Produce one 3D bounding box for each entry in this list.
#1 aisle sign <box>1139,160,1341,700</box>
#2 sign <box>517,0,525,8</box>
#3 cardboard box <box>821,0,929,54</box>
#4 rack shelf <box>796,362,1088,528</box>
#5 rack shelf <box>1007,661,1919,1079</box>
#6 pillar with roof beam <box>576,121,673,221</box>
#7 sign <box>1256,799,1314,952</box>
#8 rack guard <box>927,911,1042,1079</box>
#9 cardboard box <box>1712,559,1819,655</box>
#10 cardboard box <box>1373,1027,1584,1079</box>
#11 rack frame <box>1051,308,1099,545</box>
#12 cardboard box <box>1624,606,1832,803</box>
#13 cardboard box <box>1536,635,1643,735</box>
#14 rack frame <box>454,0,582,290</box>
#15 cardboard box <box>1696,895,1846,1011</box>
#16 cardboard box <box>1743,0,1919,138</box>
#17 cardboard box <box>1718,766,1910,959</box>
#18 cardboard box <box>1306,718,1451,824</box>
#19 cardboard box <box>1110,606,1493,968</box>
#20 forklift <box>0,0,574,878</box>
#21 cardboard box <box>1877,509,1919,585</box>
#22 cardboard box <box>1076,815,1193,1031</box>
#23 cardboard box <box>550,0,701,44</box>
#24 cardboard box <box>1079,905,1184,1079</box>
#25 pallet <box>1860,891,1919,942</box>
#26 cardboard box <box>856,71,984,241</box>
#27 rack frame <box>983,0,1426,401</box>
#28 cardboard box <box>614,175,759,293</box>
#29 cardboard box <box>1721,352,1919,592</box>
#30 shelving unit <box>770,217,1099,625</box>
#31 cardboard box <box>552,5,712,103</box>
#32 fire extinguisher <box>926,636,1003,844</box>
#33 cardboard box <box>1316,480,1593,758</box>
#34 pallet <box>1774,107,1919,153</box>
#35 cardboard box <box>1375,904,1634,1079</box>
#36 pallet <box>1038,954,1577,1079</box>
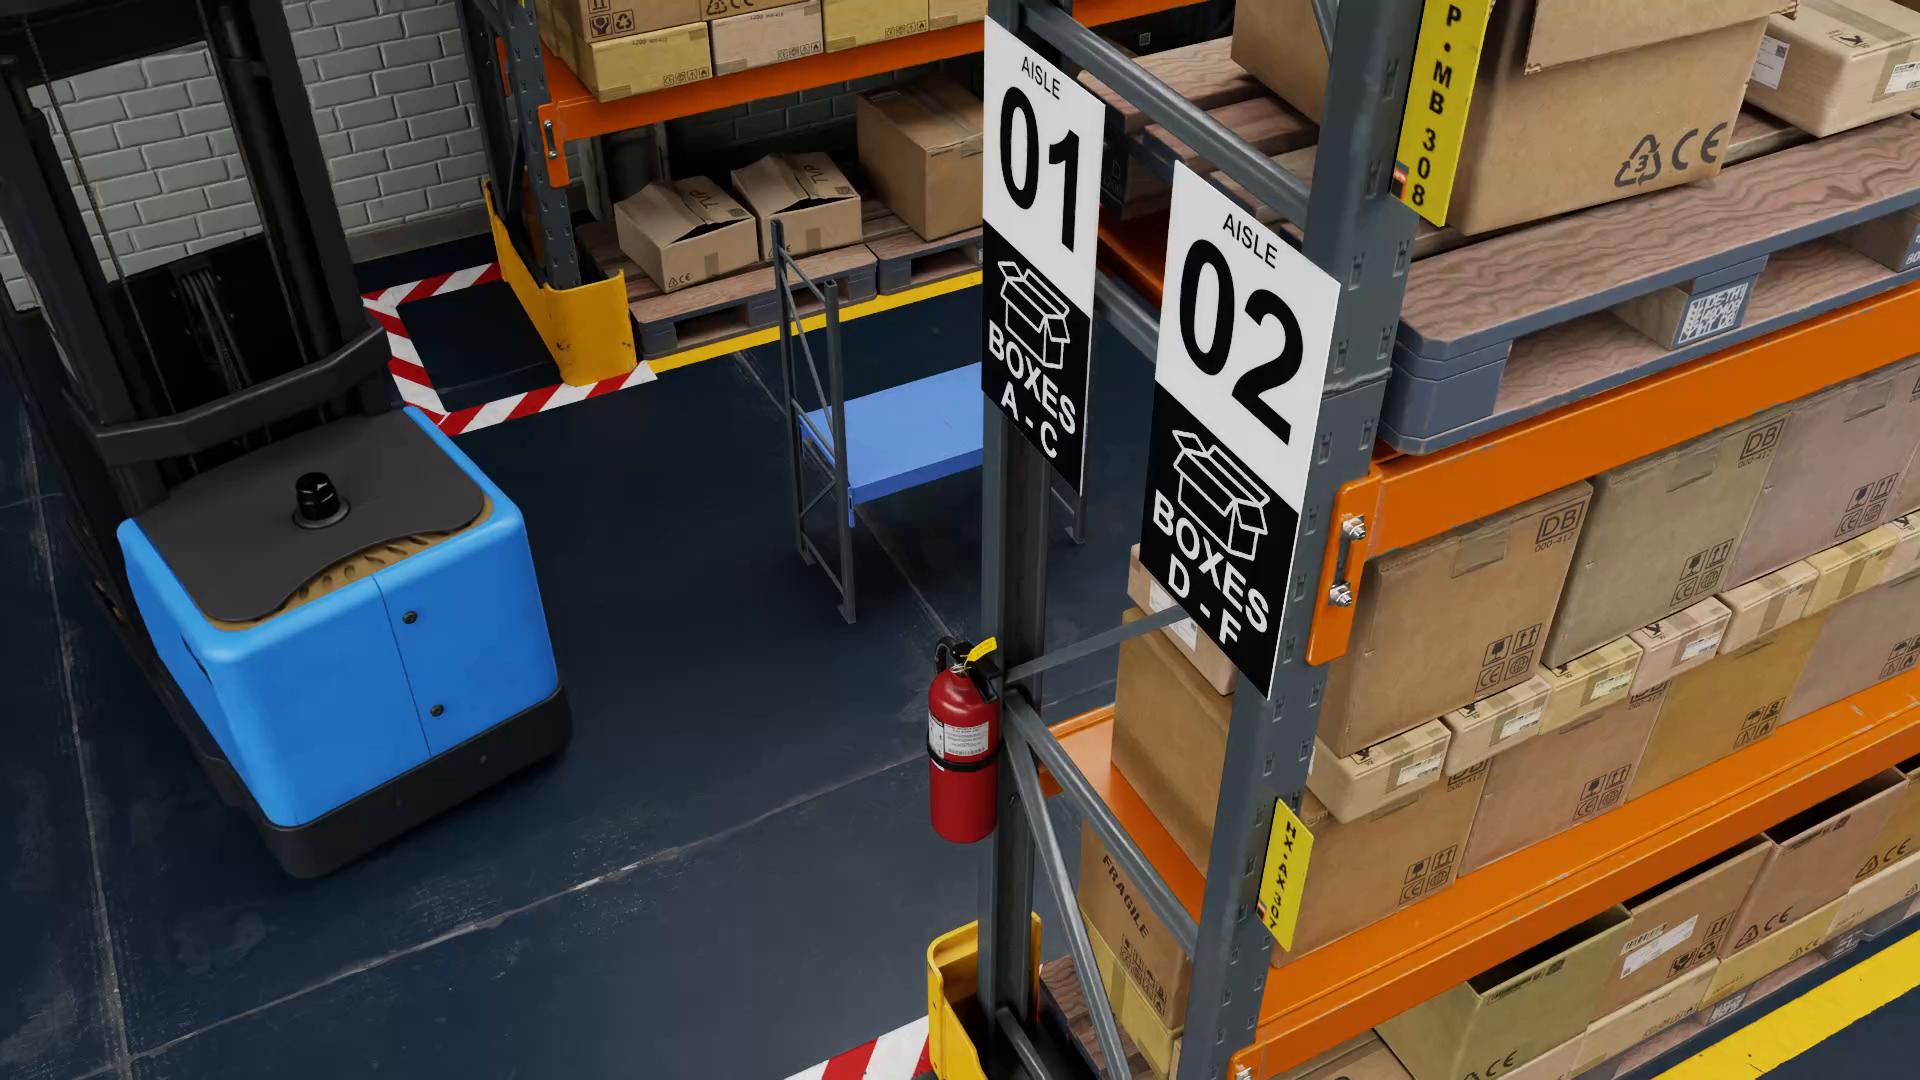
[{"bbox_3d":[0.413,-0.152,2.595,0.004,0.787,0.394,-19,44,-21],"label":"aisle sign"},{"bbox_3d":[-1.711,-2.212,6.371,0.005,0.325,0.100,-19,44,-21],"label":"sign"},{"bbox_3d":[-0.474,-2.418,7.385,0.500,0.250,0.500,-19,44,-21],"label":"cardboard box"},{"bbox_3d":[-0.076,-0.410,6.352,1.000,0.185,0.538,-19,44,-21],"label":"rack shelf"},{"bbox_3d":[2.103,0.323,4.603,4.000,0.370,1.077,-19,44,-21],"label":"rack shelf"},{"bbox_3d":[0.248,-2.720,2.998,0.400,9.000,9.100,-19,44,-21],"label":"pillar with roof beam"},{"bbox_3d":[0.581,0.605,2.983,0.005,0.325,0.100,-19,44,-21],"label":"sign"},{"bbox_3d":[0.308,1.607,4.465,0.348,0.500,1.175,-19,44,-21],"label":"rack guard"},{"bbox_3d":[1.692,0.057,3.782,0.250,0.149,0.380,-20,44,-22],"label":"cardboard box"},{"bbox_3d":[1.350,1.351,4.636,0.500,0.250,0.500,-19,44,-21],"label":"cardboard box"},{"bbox_3d":[0.375,-0.699,6.415,0.032,1.500,0.500,-19,44,-21],"label":"rack frame"},{"bbox_3d":[1.656,0.171,4.149,0.500,0.500,0.700,-18,44,-20],"label":"cardboard box"},{"bbox_3d":[1.232,0.212,3.599,0.250,0.149,0.380,-18,44,-20],"label":"cardboard box"},{"bbox_3d":[-1.962,-2.192,7.018,0.127,3.000,1.000,-19,44,-21],"label":"rack frame"},{"bbox_3d":[2.239,1.055,4.985,0.500,0.250,0.500,-19,44,-21],"label":"cardboard box"},{"bbox_3d":[1.455,-0.867,2.893,0.250,0.149,0.380,-19,44,-21],"label":"cardboard box"},{"bbox_3d":[2.240,0.770,4.742,0.500,0.500,0.500,-19,44,-21],"label":"cardboard box"},{"bbox_3d":[0.777,0.366,3.417,0.250,0.149,0.380,-19,44,-21],"label":"cardboard box"},{"bbox_3d":[0.750,0.475,3.790,0.500,0.500,0.700,-19,44,-21],"label":"cardboard box"},{"bbox_3d":[-2.689,-0.913,5.560,1.130,2.935,3.031,-28,48,-29],"label":"forklift"},{"bbox_3d":[2.141,-0.092,3.958,0.250,0.149,0.380,-18,44,-20],"label":"cardboard box"},{"bbox_3d":[0.668,0.918,4.567,0.500,0.500,0.500,-19,44,-21],"label":"cardboard box"},{"bbox_3d":[-1.400,-2.399,6.783,0.500,0.500,0.500,-19,44,-21],"label":"cardboard box"},{"bbox_3d":[0.669,1.205,4.808,0.500,0.250,0.500,-19,44,-21],"label":"cardboard box"},{"bbox_3d":[3.153,0.729,5.725,1.213,0.211,1.003,-19,44,-21],"label":"pallet"},{"bbox_3d":[-0.127,-1.921,8.292,0.500,0.500,0.700,-21,45,-23],"label":"cardboard box"},{"bbox_3d":[0.330,-1.644,1.728,0.127,3.000,1.000,-19,44,-21],"label":"rack frame"},{"bbox_3d":[-1.307,-1.489,7.928,0.500,0.311,0.500,-24,46,-25],"label":"cardboard box"},{"bbox_3d":[1.707,-0.347,3.756,0.500,0.500,0.700,-18,44,-20],"label":"cardboard box"},{"bbox_3d":[-0.076,-0.547,6.235,1.048,1.500,0.538,-19,44,-21],"label":"shelving unit"},{"bbox_3d":[-1.382,-2.106,7.017,0.500,0.250,0.500,-20,44,-22],"label":"cardboard box"},{"bbox_3d":[0.010,0.444,3.964,0.183,0.674,0.296,-19,44,-21],"label":"fire extinguisher"},{"bbox_3d":[0.797,-0.036,3.389,0.500,0.500,0.700,-18,44,-20],"label":"cardboard box"},{"bbox_3d":[2.052,-1.029,3.390,1.213,0.211,1.003,-19,44,-21],"label":"pallet"},{"bbox_3d":[1.351,1.065,4.392,0.500,0.500,0.500,-19,44,-21],"label":"cardboard box"},{"bbox_3d":[0.989,1.457,4.865,1.213,0.211,1.003,-19,44,-21],"label":"pallet"}]
